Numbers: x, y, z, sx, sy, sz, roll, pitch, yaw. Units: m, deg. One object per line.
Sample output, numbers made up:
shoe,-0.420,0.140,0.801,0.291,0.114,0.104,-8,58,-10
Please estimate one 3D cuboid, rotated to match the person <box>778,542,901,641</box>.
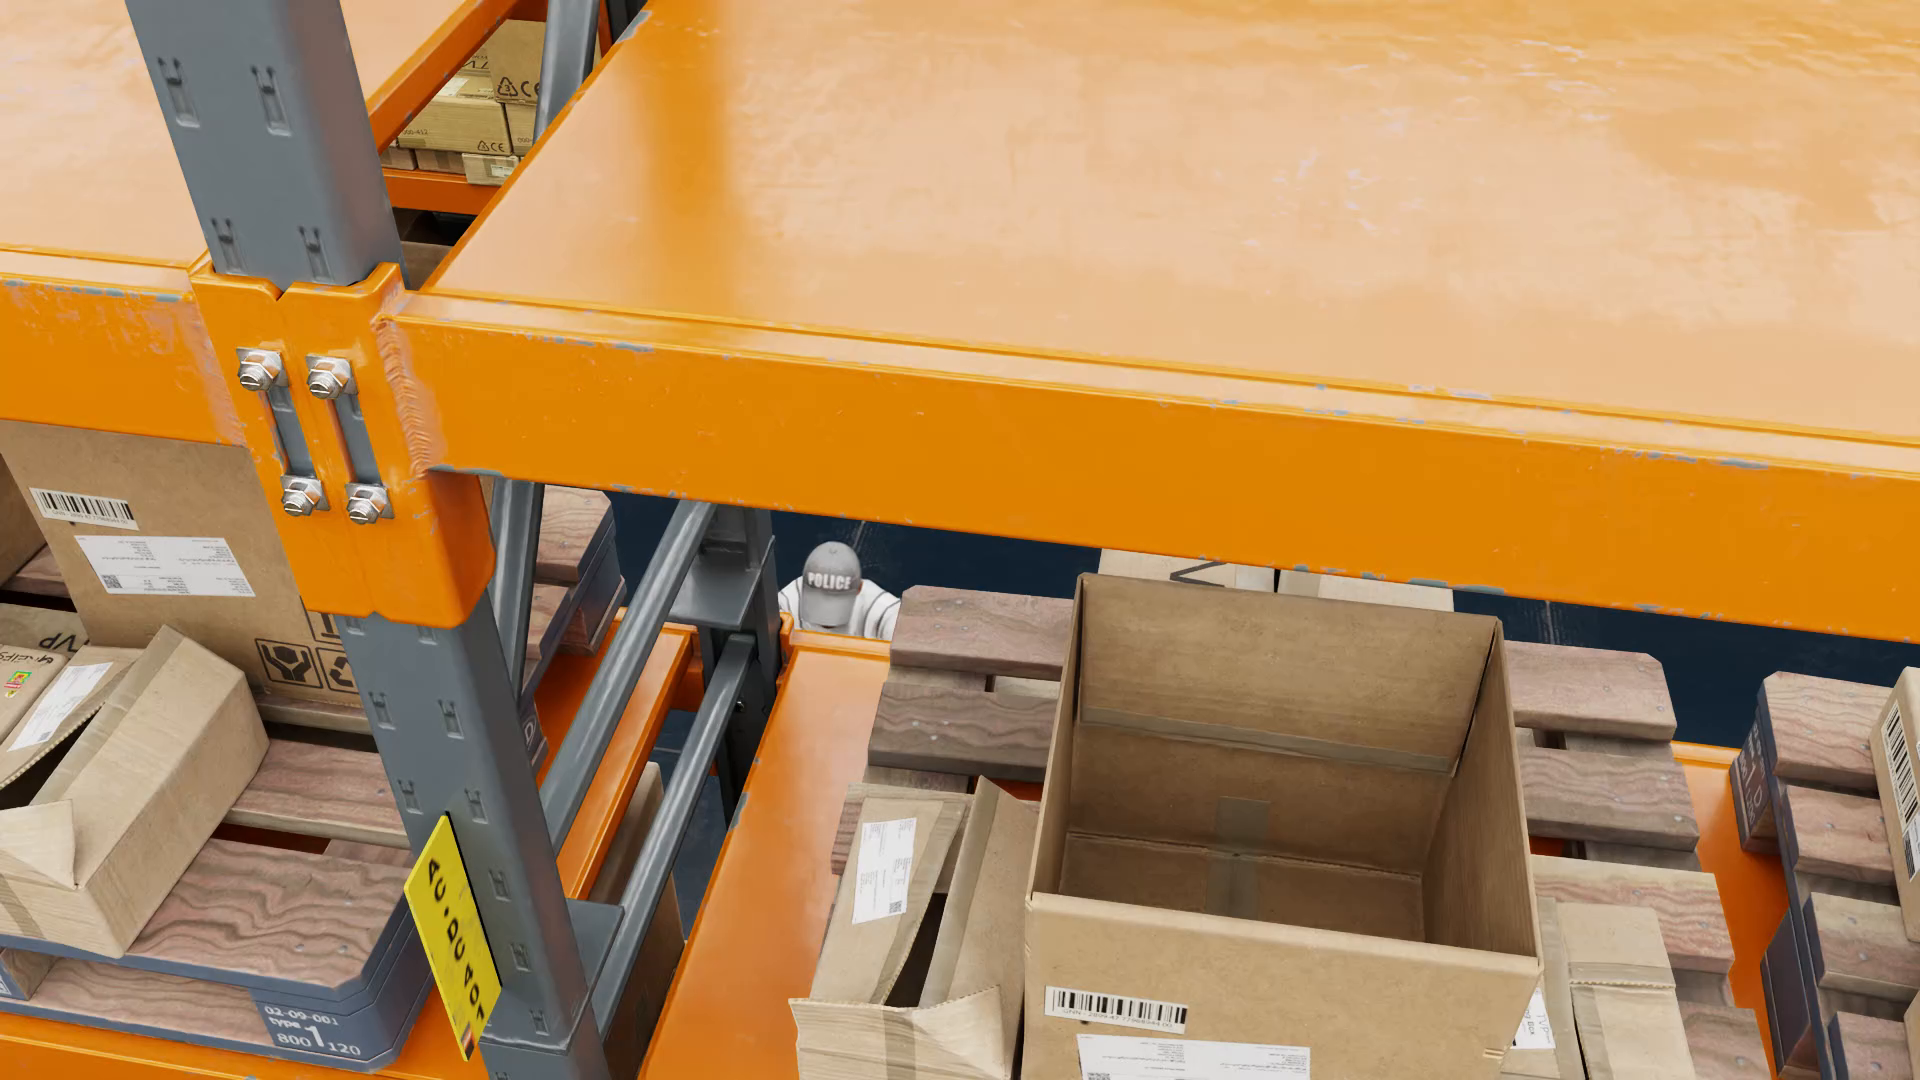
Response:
person,-0.400,0.622,5.431,0.557,1.667,0.468,5,41,6
